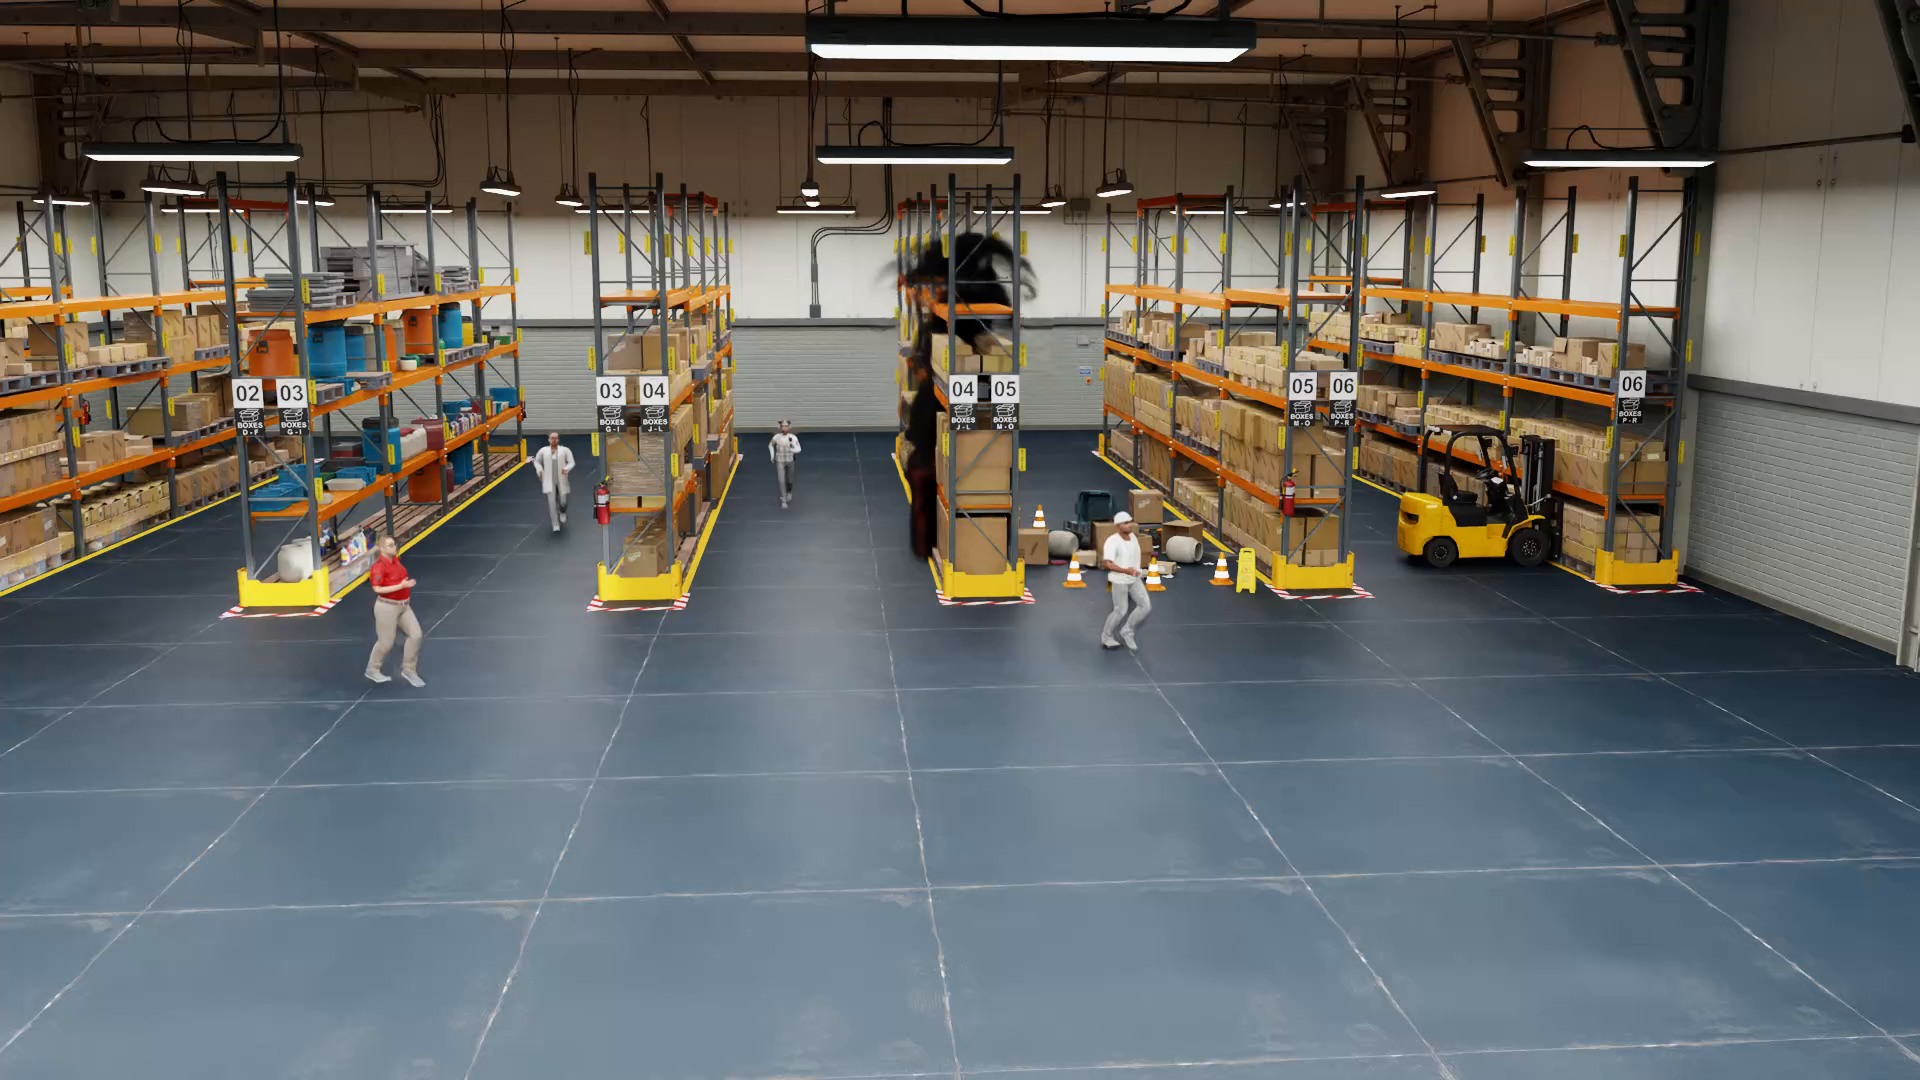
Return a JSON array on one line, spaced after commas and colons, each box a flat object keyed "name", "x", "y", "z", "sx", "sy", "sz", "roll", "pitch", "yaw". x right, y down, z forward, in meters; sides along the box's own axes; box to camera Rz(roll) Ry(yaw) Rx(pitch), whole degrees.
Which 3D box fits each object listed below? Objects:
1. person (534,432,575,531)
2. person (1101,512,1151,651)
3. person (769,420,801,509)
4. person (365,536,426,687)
[{"name": "person", "x": -7.227, "y": -1.033, "z": 29.671, "sx": 0.715, "sy": 1.691, "sz": 0.826, "roll": -2, "pitch": 10, "yaw": -14}, {"name": "person", "x": 2.066, "y": 0.516, "z": 20.774, "sx": 0.699, "sy": 1.760, "sz": 0.665, "roll": -9, "pitch": 13, "yaw": -41}, {"name": "person", "x": -3.389, "y": -1.504, "z": 32.231, "sx": 0.613, "sy": 1.677, "sz": 0.941, "roll": -2, "pitch": 10, "yaw": -9}, {"name": "person", "x": -6.486, "y": 0.841, "z": 19.028, "sx": 0.755, "sy": 1.791, "sz": 0.640, "roll": 3, "pitch": 10, "yaw": 17}]
